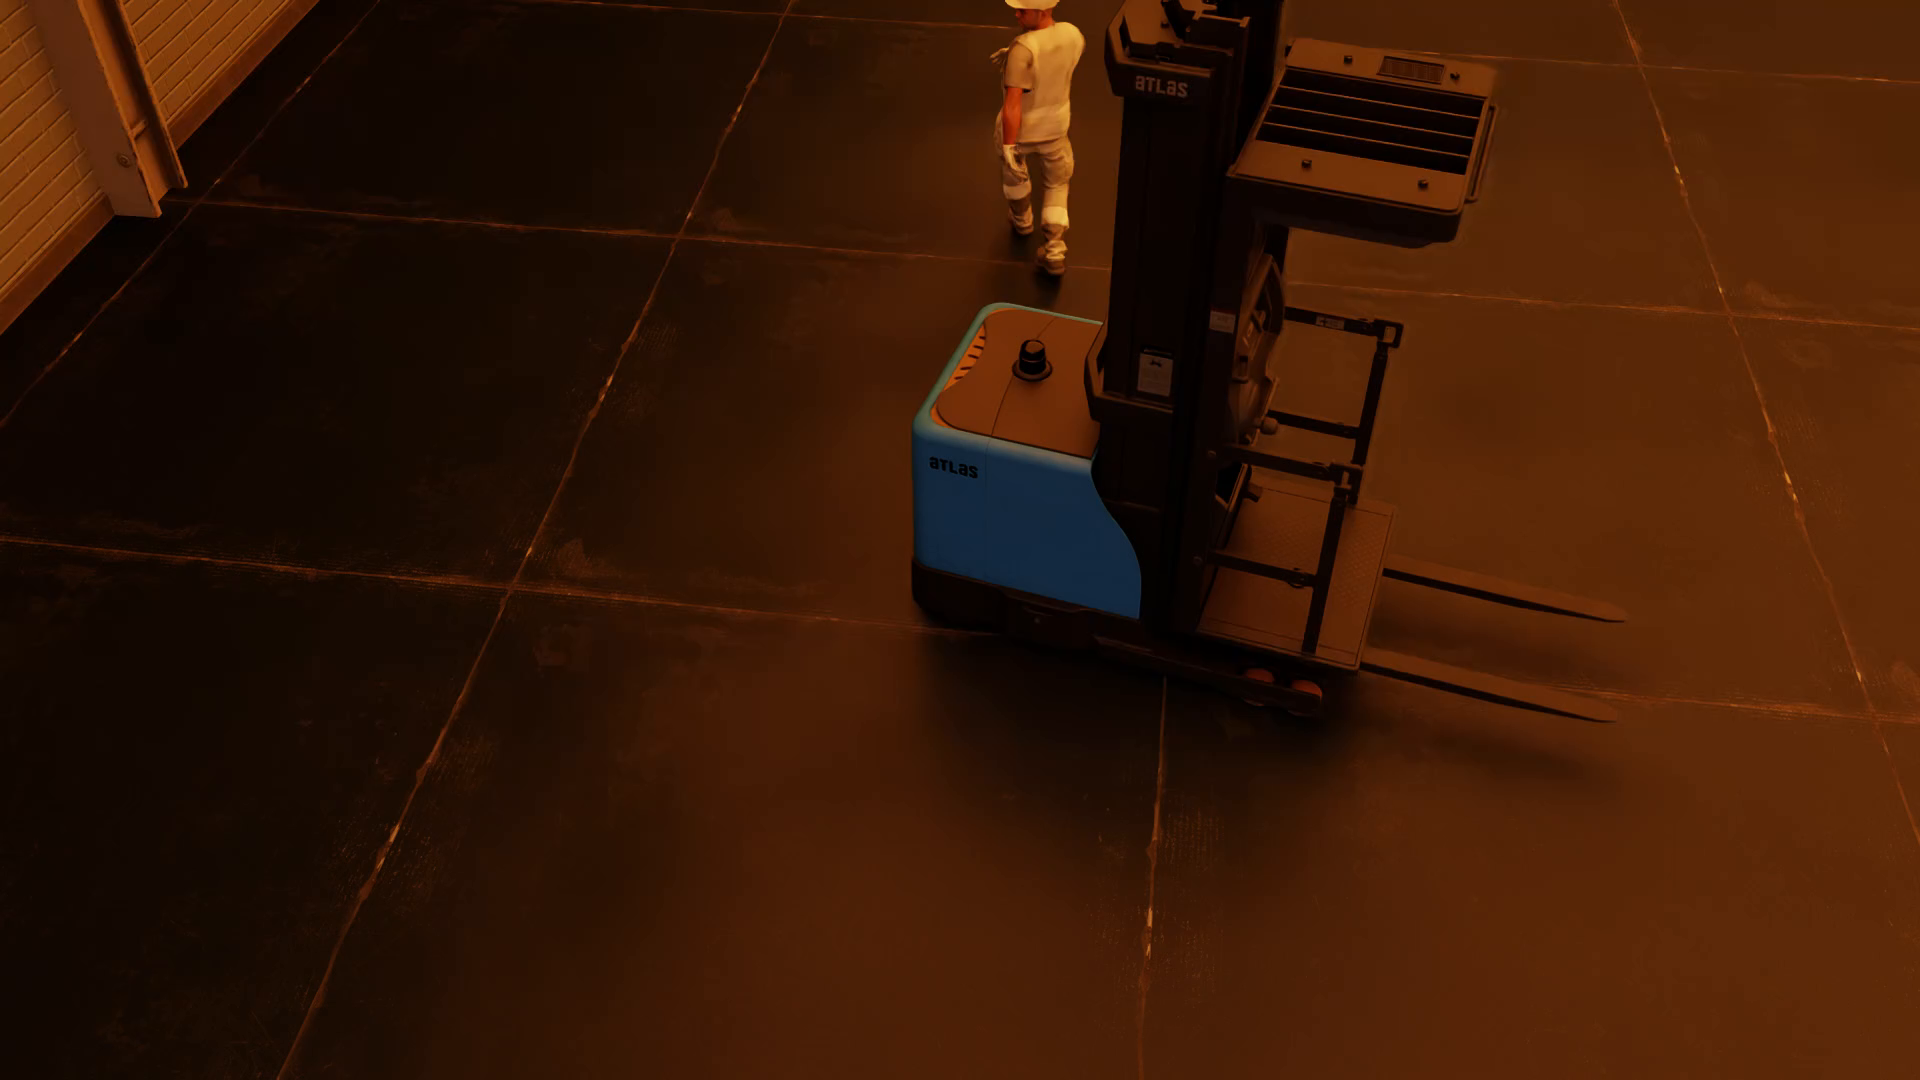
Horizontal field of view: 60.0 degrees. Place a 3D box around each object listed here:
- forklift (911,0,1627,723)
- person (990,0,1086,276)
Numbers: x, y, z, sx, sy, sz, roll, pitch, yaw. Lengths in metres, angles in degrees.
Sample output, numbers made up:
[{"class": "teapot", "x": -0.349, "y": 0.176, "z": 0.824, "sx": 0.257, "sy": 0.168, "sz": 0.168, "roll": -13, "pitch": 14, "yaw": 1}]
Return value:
[{"class": "forklift", "x": 1.356, "y": -0.734, "z": 6.523, "sx": 3.031, "sy": 2.935, "sz": 1.130, "roll": 14, "pitch": 44, "yaw": 14}, {"class": "person", "x": 0.414, "y": -2.295, "z": 9.161, "sx": 0.569, "sy": 1.700, "sz": 0.937, "roll": -10, "pitch": 43, "yaw": -10}]
